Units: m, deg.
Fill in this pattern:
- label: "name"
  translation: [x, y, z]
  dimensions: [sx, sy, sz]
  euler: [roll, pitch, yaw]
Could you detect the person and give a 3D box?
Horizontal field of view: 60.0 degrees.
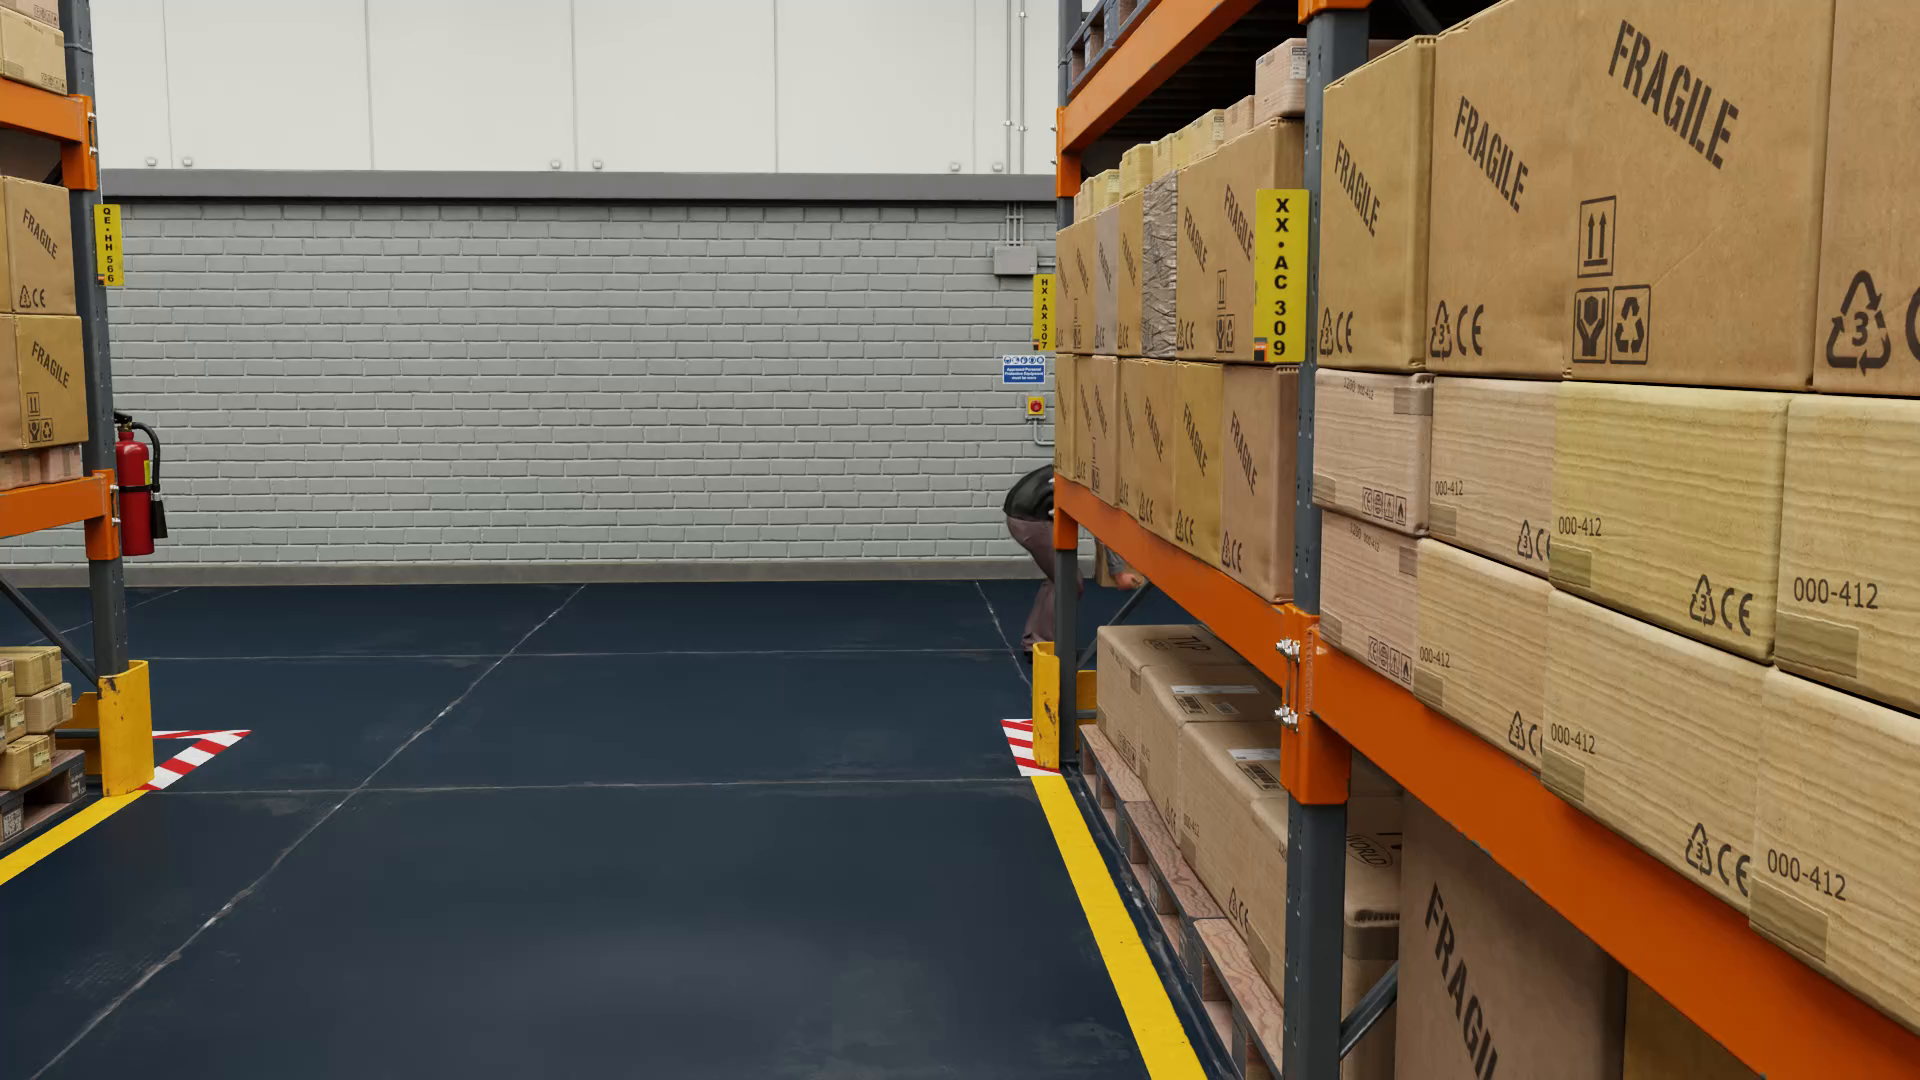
- label: "person"
  translation: [0.714, 0.083, 9.711]
  dimensions: [0.918, 1.235, 0.476]
  euler: [-1, 7, -6]
